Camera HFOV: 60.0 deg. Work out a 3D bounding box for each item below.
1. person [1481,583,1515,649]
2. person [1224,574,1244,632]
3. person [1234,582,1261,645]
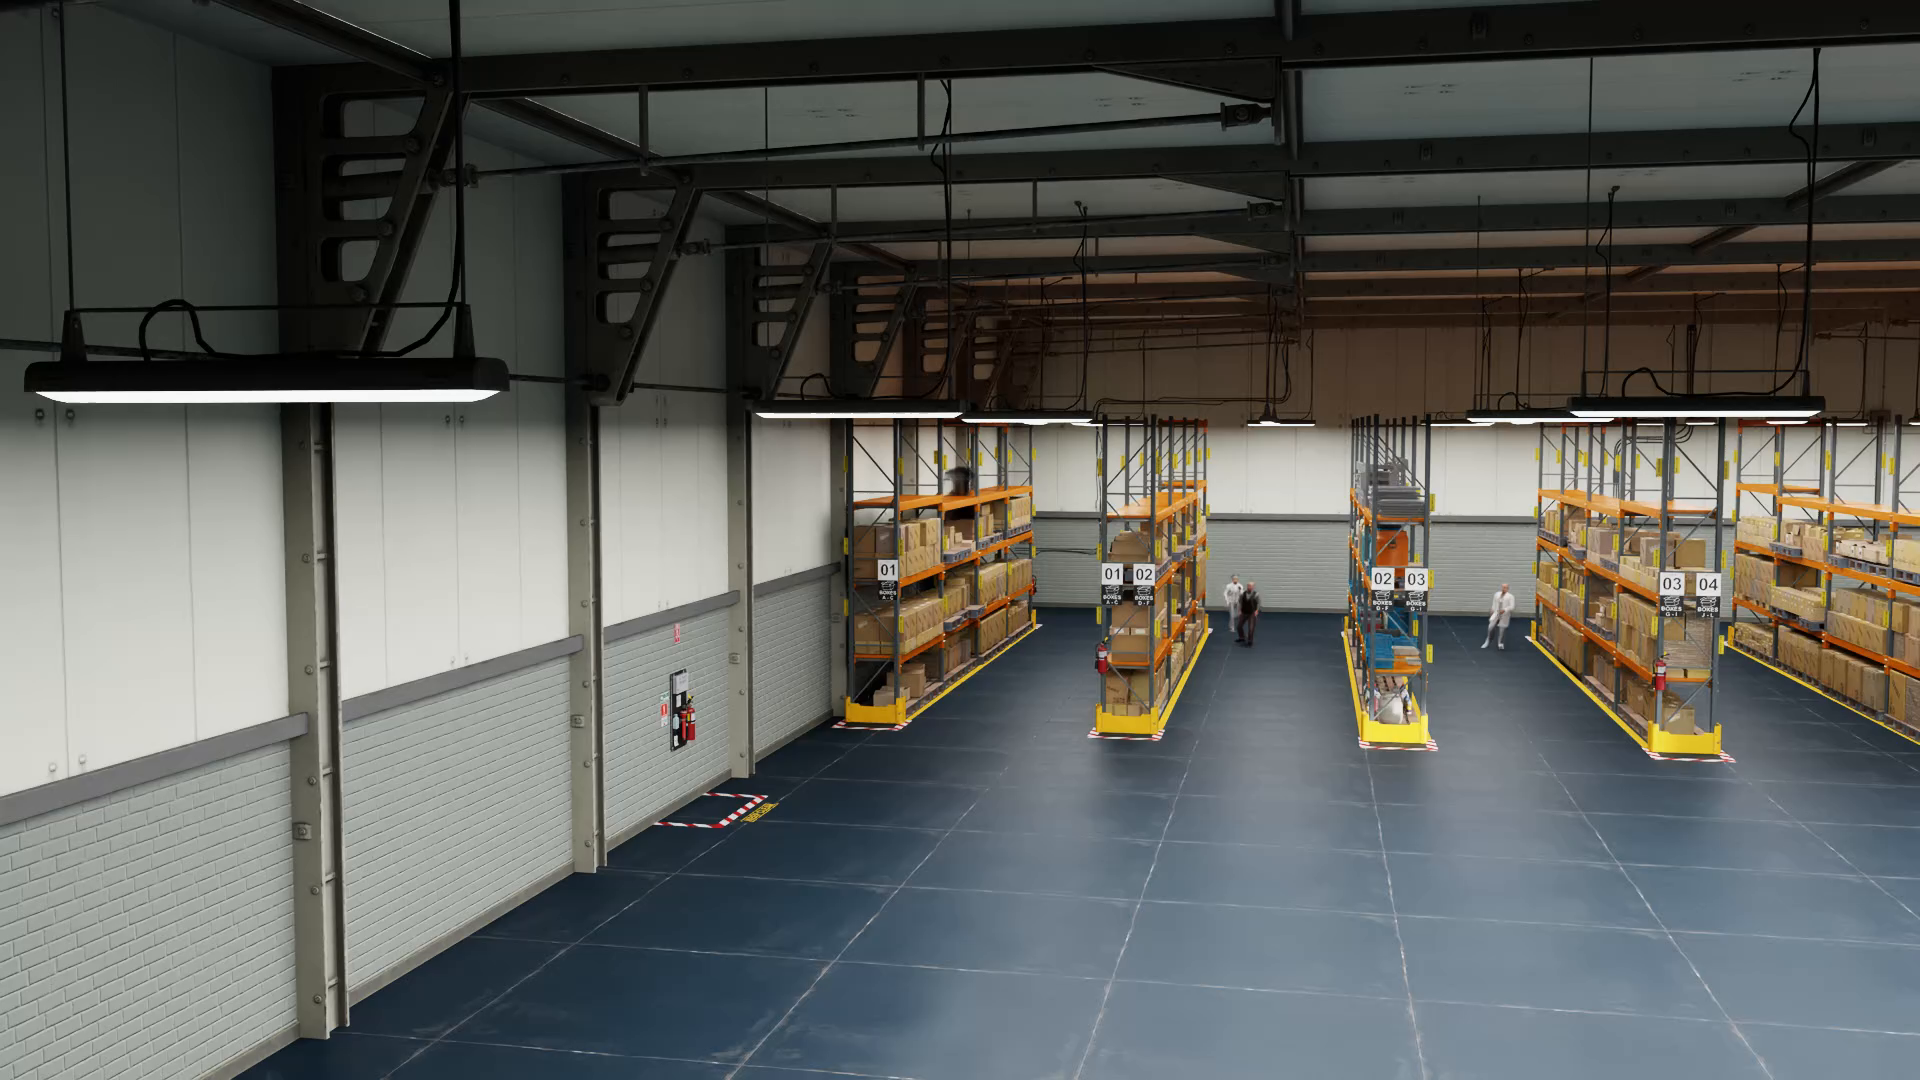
[{"bbox_3d":[13.969,1.967,43.010,0.783,1.718,0.854,3,5,37],"label":"person"},{"bbox_3d":[7.777,1.777,47.104,0.596,1.658,0.709,-1,4,-9],"label":"person"},{"bbox_3d":[7.587,1.950,43.993,0.772,1.691,0.568,2,4,27],"label":"person"}]
